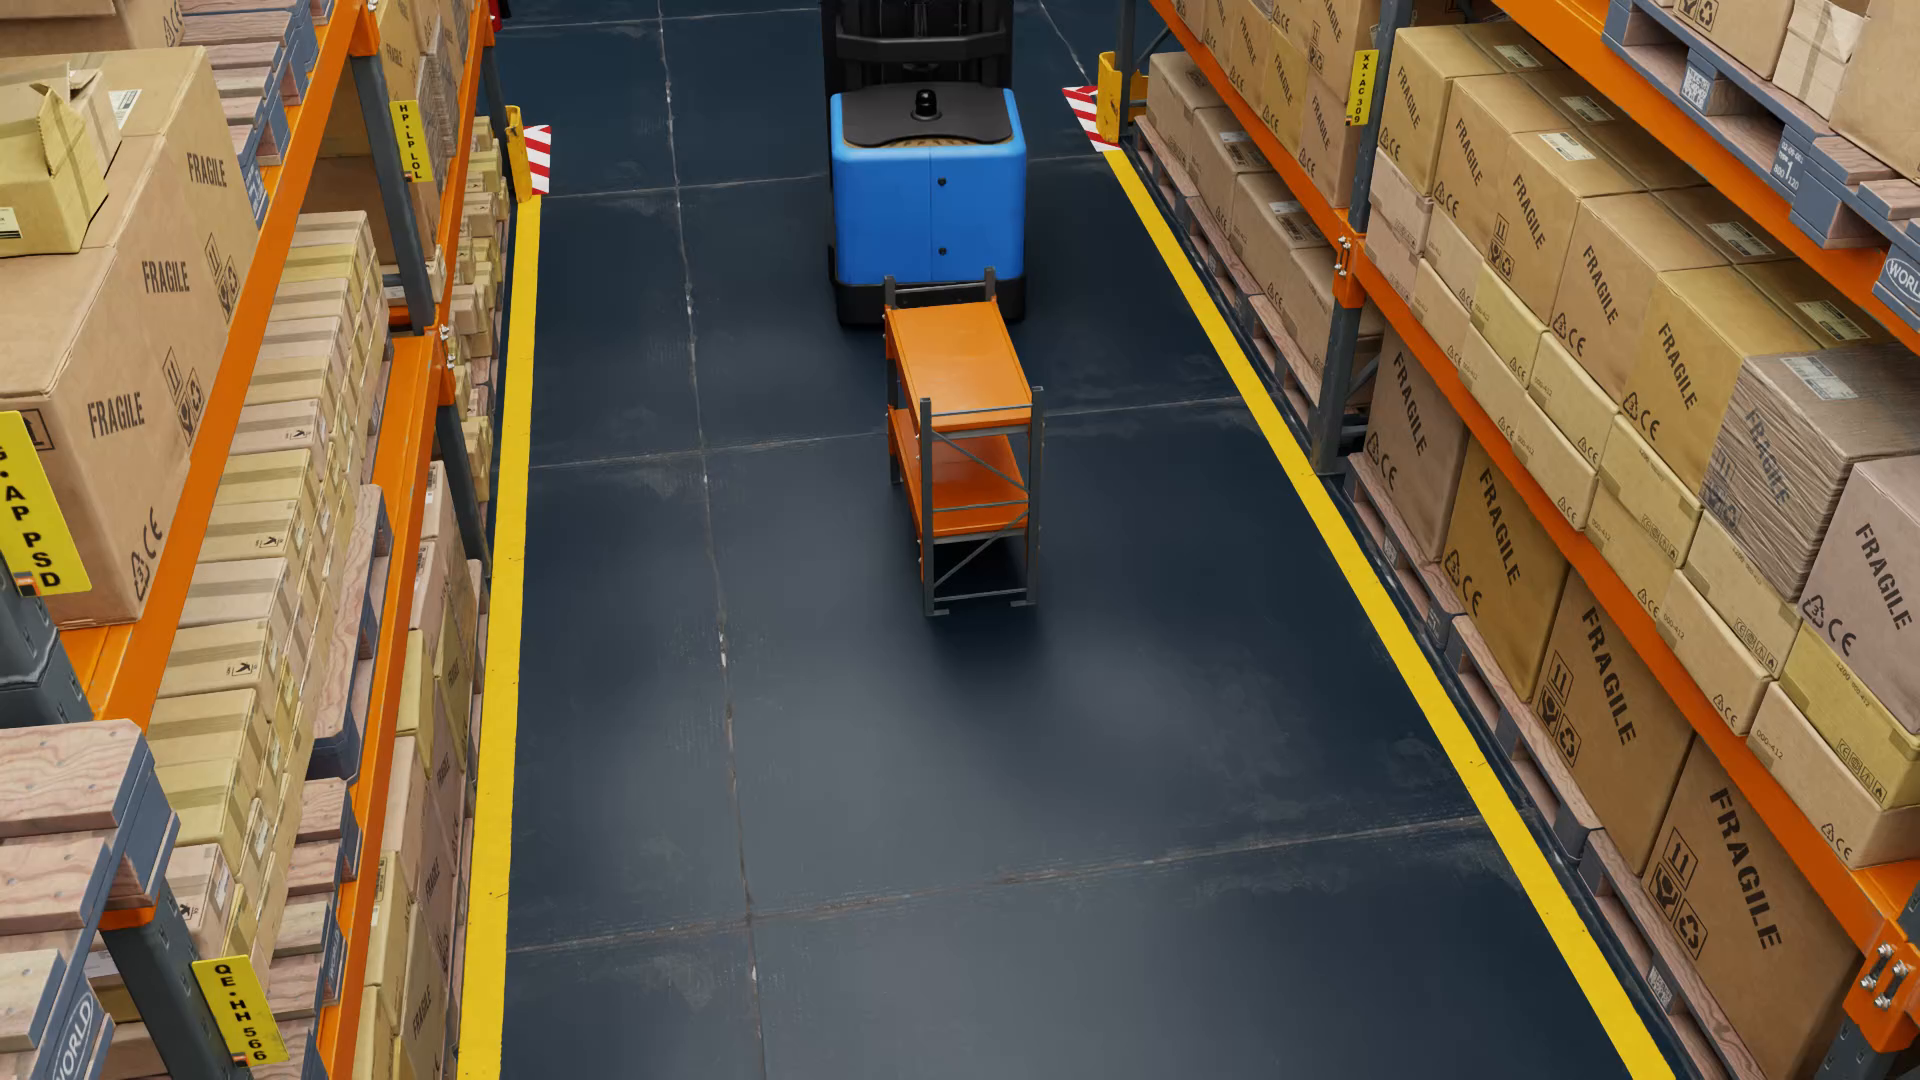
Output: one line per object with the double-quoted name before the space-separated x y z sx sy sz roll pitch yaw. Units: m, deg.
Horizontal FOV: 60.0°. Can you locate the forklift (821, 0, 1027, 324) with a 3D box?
"forklift" -0.261 -3.235 9.526 1.130 2.935 3.031 -3 38 -3

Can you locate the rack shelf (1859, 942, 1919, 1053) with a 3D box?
"rack shelf" 3.283 2.326 2.898 1.077 0.370 4.000 -6 38 -8

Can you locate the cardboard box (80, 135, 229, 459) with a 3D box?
"cardboard box" -1.856 -0.472 3.386 0.500 0.500 0.500 -6 38 -8

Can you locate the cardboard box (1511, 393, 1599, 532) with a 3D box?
"cardboard box" 2.293 -0.302 5.817 0.500 0.250 0.500 -7 38 -9

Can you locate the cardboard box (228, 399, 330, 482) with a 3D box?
"cardboard box" -2.135 -0.282 5.045 0.380 0.149 0.250 -8 39 -10

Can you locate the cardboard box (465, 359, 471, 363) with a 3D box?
"cardboard box" -2.689 -0.895 8.439 0.380 0.149 0.250 -8 39 -10

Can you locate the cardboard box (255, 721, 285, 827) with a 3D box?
"cardboard box" -1.910 0.605 4.146 0.380 0.149 0.250 -7 38 -9

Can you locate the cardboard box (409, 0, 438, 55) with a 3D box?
"cardboard box" -2.628 -2.459 7.331 0.500 0.500 0.500 -6 38 -7

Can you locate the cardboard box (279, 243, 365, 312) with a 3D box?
"cardboard box" -2.314 -0.907 5.850 0.380 0.149 0.250 -7 38 -9

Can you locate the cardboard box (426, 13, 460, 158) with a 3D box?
"cardboard box" -2.610 -2.078 7.656 0.500 0.500 0.500 -7 38 -9

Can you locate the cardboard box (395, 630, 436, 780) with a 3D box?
"cardboard box" -2.062 0.589 5.631 0.500 0.250 0.500 -8 39 -10

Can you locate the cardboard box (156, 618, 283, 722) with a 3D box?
"cardboard box" -1.948 0.355 4.226 0.380 0.149 0.250 -8 39 -10

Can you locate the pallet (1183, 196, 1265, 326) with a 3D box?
"pallet" 1.957 -1.687 9.750 1.003 0.211 1.213 -6 38 -8

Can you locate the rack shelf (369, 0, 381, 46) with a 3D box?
"rack shelf" -2.975 -3.097 7.433 1.077 0.370 4.000 -6 38 -8

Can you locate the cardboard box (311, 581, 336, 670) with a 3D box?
"cardboard box" -2.038 0.268 4.823 0.380 0.149 0.250 -6 38 -7

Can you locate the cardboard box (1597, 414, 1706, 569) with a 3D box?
"cardboard box" 2.394 -0.186 5.259 0.500 0.250 0.500 -7 38 -9

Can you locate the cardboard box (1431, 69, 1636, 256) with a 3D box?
"cardboard box" 2.141 -1.416 6.231 0.500 0.500 0.500 -6 38 -8

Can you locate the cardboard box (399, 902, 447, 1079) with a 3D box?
"cardboard box" -1.888 1.490 5.082 0.500 0.500 0.500 -6 38 -7

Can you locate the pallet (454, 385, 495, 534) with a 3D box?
"pallet" -2.777 -0.290 7.951 1.003 0.211 1.213 -6 38 -8

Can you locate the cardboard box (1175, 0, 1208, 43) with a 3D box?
"cardboard box" 1.519 -3.105 9.221 0.500 0.500 0.500 -6 38 -8

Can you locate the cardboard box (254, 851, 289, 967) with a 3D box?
"cardboard box" -1.850 0.906 4.001 0.380 0.149 0.250 -4 38 -6

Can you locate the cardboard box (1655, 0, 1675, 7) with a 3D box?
"cardboard box" 2.207 -1.738 4.865 0.396 0.266 0.258 -3 38 -4

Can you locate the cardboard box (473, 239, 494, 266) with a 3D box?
"cardboard box" -2.730 -1.492 8.965 0.380 0.149 0.250 -4 38 -6

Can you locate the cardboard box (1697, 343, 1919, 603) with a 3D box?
"cardboard box" 2.486 -0.194 4.658 0.500 0.500 0.500 -6 38 -7

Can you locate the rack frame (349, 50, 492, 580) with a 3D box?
"rack frame" -2.625 -0.989 6.578 1.000 3.000 0.127 -6 38 -8

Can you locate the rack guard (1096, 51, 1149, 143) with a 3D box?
"rack guard" 1.525 -3.026 11.237 1.175 0.500 0.348 -6 38 -8

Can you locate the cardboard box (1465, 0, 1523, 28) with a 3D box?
"cardboard box" 2.386 -2.330 7.408 0.500 0.500 0.500 -6 38 -8

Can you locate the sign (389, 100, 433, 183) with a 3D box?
"sign" -2.079 -1.508 6.302 0.100 0.325 0.005 -6 38 -8

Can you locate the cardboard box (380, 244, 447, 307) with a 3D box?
"cardboard box" -2.352 -1.096 6.921 0.380 0.149 0.250 -5 38 -6

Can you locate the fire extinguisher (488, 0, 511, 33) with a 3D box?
"fire extinguisher" -2.916 -3.429 10.086 0.296 0.674 0.183 -6 38 -8

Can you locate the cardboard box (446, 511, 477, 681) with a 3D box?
"cardboard box" -2.247 0.252 6.675 0.500 0.500 0.500 -7 38 -9

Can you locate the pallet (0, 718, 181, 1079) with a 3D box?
"pallet" -1.758 0.700 2.113 1.213 0.211 1.003 -5 38 -6

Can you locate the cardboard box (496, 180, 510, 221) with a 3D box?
"cardboard box" -2.884 -2.005 9.867 0.380 0.149 0.250 -5 38 -7

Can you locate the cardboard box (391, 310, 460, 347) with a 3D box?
"cardboard box" -2.632 -0.970 8.050 0.380 0.149 0.250 -7 38 -9

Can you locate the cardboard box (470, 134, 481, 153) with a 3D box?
"cardboard box" -2.996 -2.229 9.671 0.380 0.149 0.250 -6 38 -7

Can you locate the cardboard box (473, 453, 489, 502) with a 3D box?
"cardboard box" -2.372 -0.283 7.651 0.380 0.149 0.250 -8 39 -10

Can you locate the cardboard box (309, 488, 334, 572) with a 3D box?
"cardboard box" -2.089 -0.011 4.939 0.380 0.149 0.250 -5 38 -6

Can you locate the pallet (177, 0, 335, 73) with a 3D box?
"pallet" -2.621 -1.715 5.221 1.213 0.211 1.003 -6 38 -8

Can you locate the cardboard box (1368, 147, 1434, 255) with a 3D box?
"cardboard box" 2.030 -1.425 6.853 0.500 0.250 0.500 -7 38 -9

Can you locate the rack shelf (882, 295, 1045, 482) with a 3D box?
"rack shelf" -0.001 -0.679 7.231 0.538 0.278 1.000 -6 38 -8

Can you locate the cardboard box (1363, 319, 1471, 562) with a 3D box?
"cardboard box" 2.418 -0.543 7.394 0.875 0.875 0.875 -5 38 -7

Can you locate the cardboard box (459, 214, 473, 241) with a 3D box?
"cardboard box" -2.804 -1.596 8.856 0.380 0.149 0.250 -7 38 -9

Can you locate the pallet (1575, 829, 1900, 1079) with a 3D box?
"pallet" 2.868 1.450 5.711 1.003 0.211 1.213 -6 38 -8

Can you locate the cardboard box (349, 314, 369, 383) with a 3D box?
"cardboard box" -2.273 -0.645 5.755 0.380 0.149 0.250 -5 38 -6

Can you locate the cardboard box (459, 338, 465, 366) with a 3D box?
"cardboard box" -2.629 -0.850 8.138 0.380 0.149 0.250 -8 39 -10

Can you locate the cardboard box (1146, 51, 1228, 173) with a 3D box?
"cardboard box" 1.744 -2.765 10.610 0.875 0.438 0.875 -7 38 -9

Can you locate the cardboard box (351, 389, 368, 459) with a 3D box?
"cardboard box" -2.229 -0.378 5.654 0.380 0.149 0.250 -8 39 -10

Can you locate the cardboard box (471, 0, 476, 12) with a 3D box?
"cardboard box" -2.991 -3.139 9.551 0.380 0.149 0.250 -6 38 -8

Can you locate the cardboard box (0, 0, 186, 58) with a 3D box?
"cardboard box" -2.483 -1.433 4.278 0.797 0.503 0.637 -7 38 -9

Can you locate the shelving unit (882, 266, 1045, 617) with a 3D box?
"shelving unit" -0.001 -0.448 7.410 0.538 1.125 1.048 -6 38 -8

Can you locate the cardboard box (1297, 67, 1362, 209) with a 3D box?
"cardboard box" 1.898 -1.875 7.636 0.500 0.500 0.500 -6 38 -8
